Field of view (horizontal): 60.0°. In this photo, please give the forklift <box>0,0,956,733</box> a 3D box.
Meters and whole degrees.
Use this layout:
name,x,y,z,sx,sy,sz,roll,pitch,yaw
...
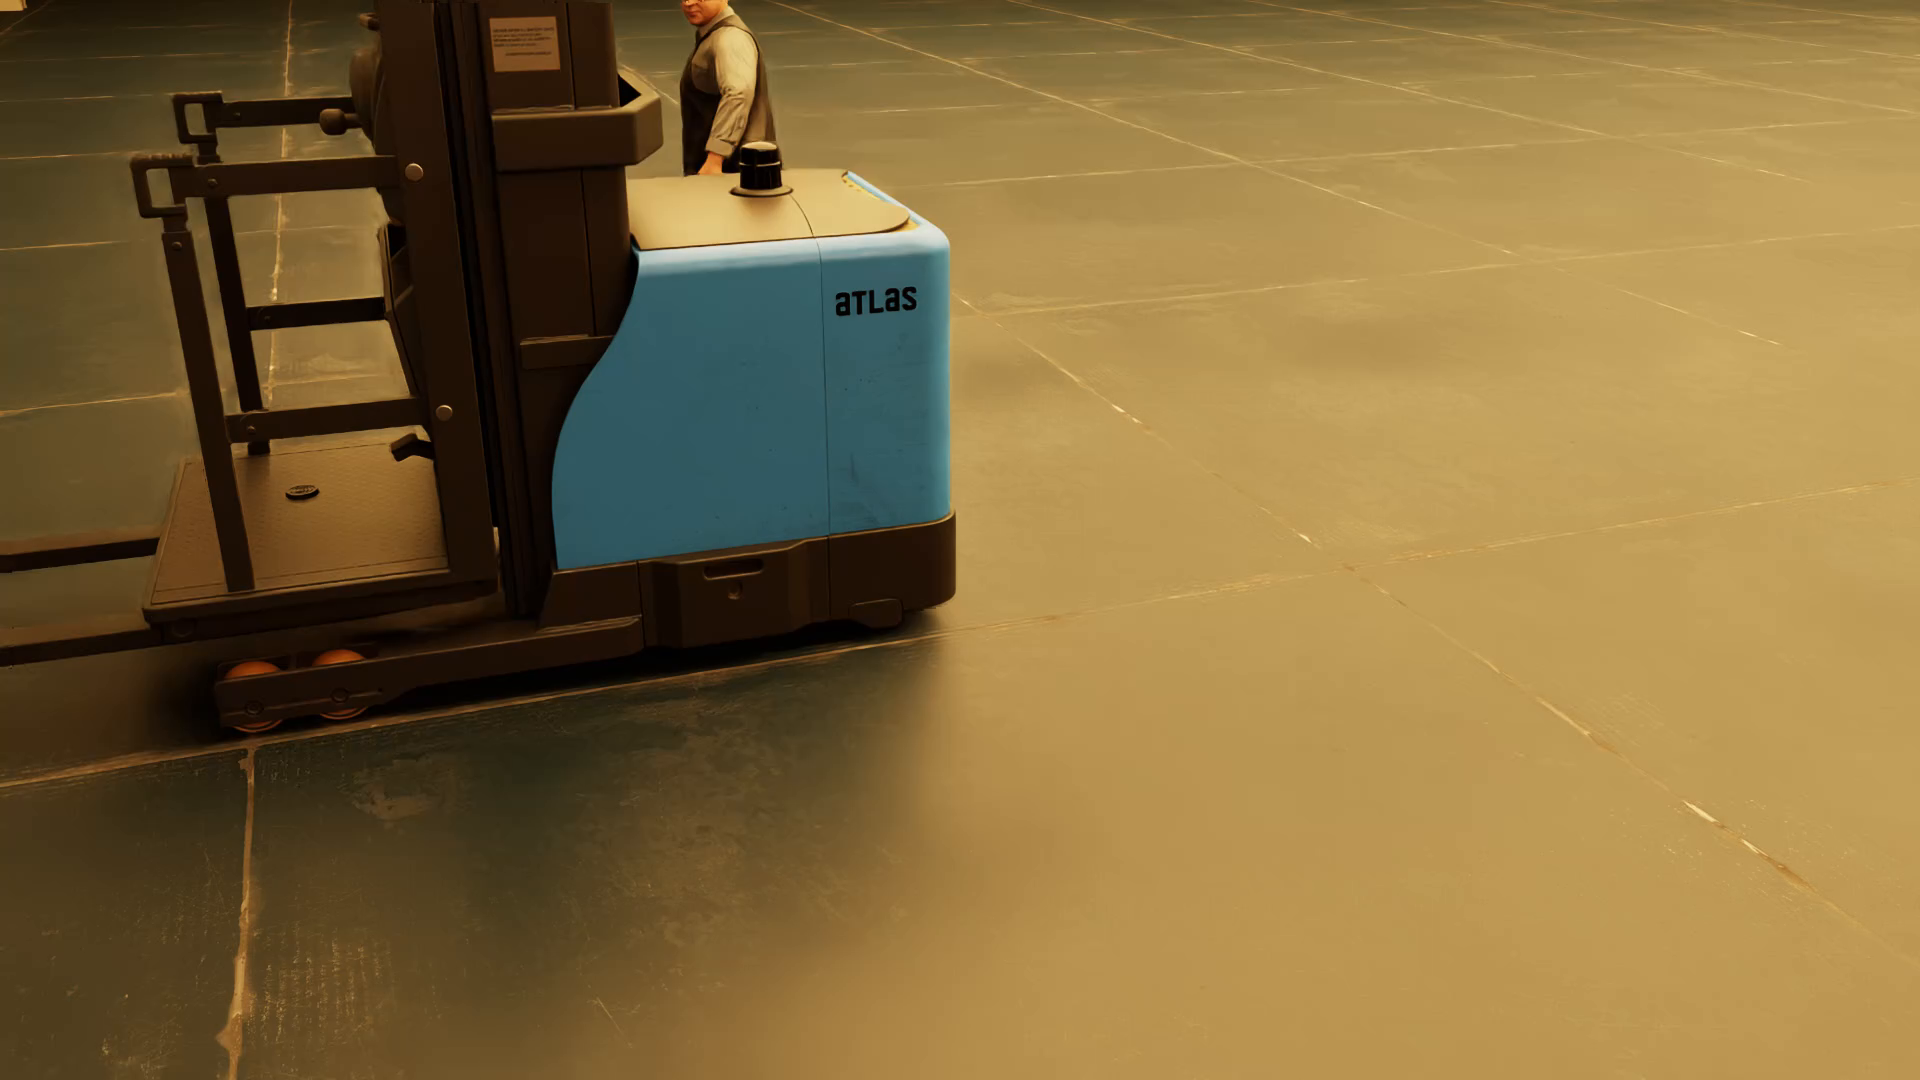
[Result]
name,x,y,z,sx,sy,sz,roll,pitch,yaw
forklift,-1.586,-1.120,3.962,3.031,2.935,1.130,-8,24,-17

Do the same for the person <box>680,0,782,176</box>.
name,x,y,z,sx,sy,sz,roll,pitch,yaw
person,-0.948,-1.396,6.392,0.515,1.607,0.959,3,23,8
